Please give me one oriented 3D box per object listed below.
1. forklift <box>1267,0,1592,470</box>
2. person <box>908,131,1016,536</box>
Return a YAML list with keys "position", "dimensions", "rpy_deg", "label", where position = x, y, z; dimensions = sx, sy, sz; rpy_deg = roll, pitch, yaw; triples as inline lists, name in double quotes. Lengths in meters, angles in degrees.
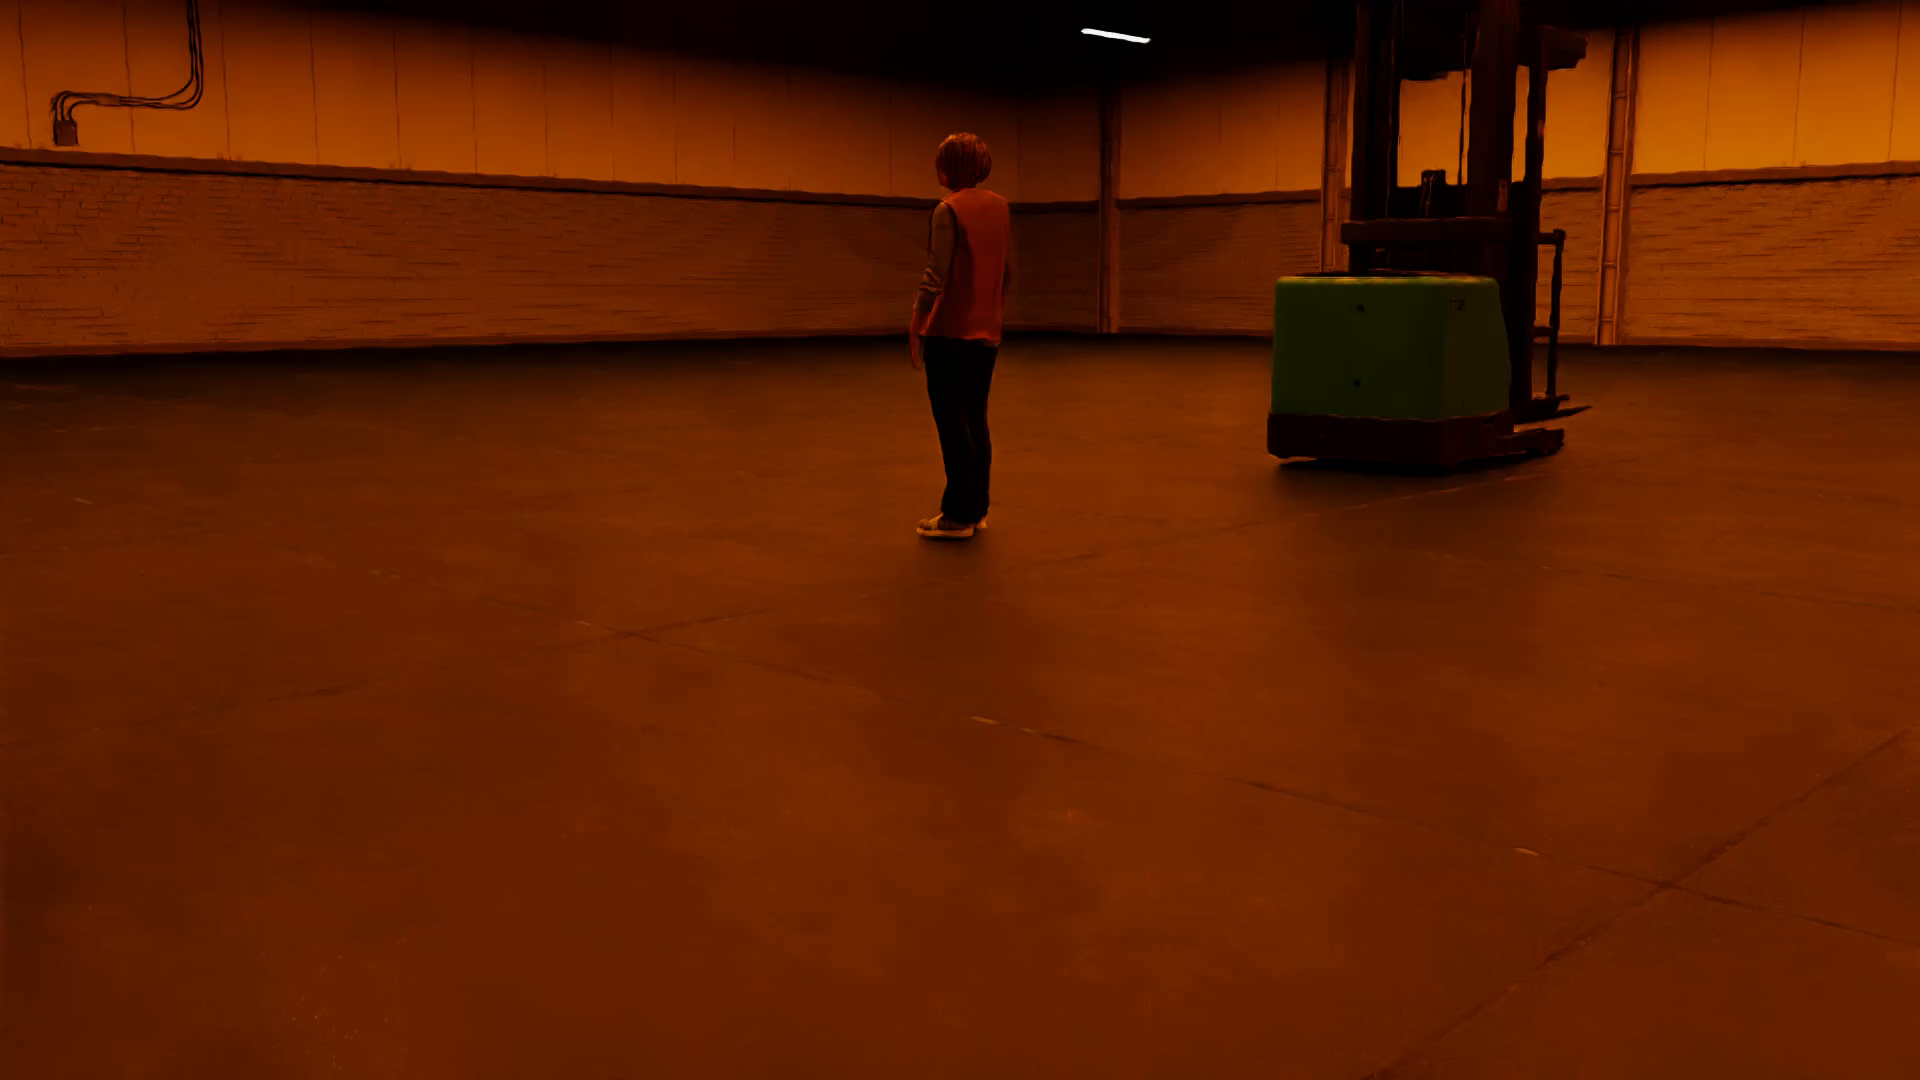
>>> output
- position: [3.084, -2.002, 10.167]
  dimensions: [1.130, 2.935, 3.031]
  rpy_deg: [7, 11, 39]
  label: "forklift"
- position: [-0.044, -0.799, 6.659]
  dimensions: [0.474, 1.583, 0.520]
  rpy_deg: [8, 12, 43]
  label: "person"
